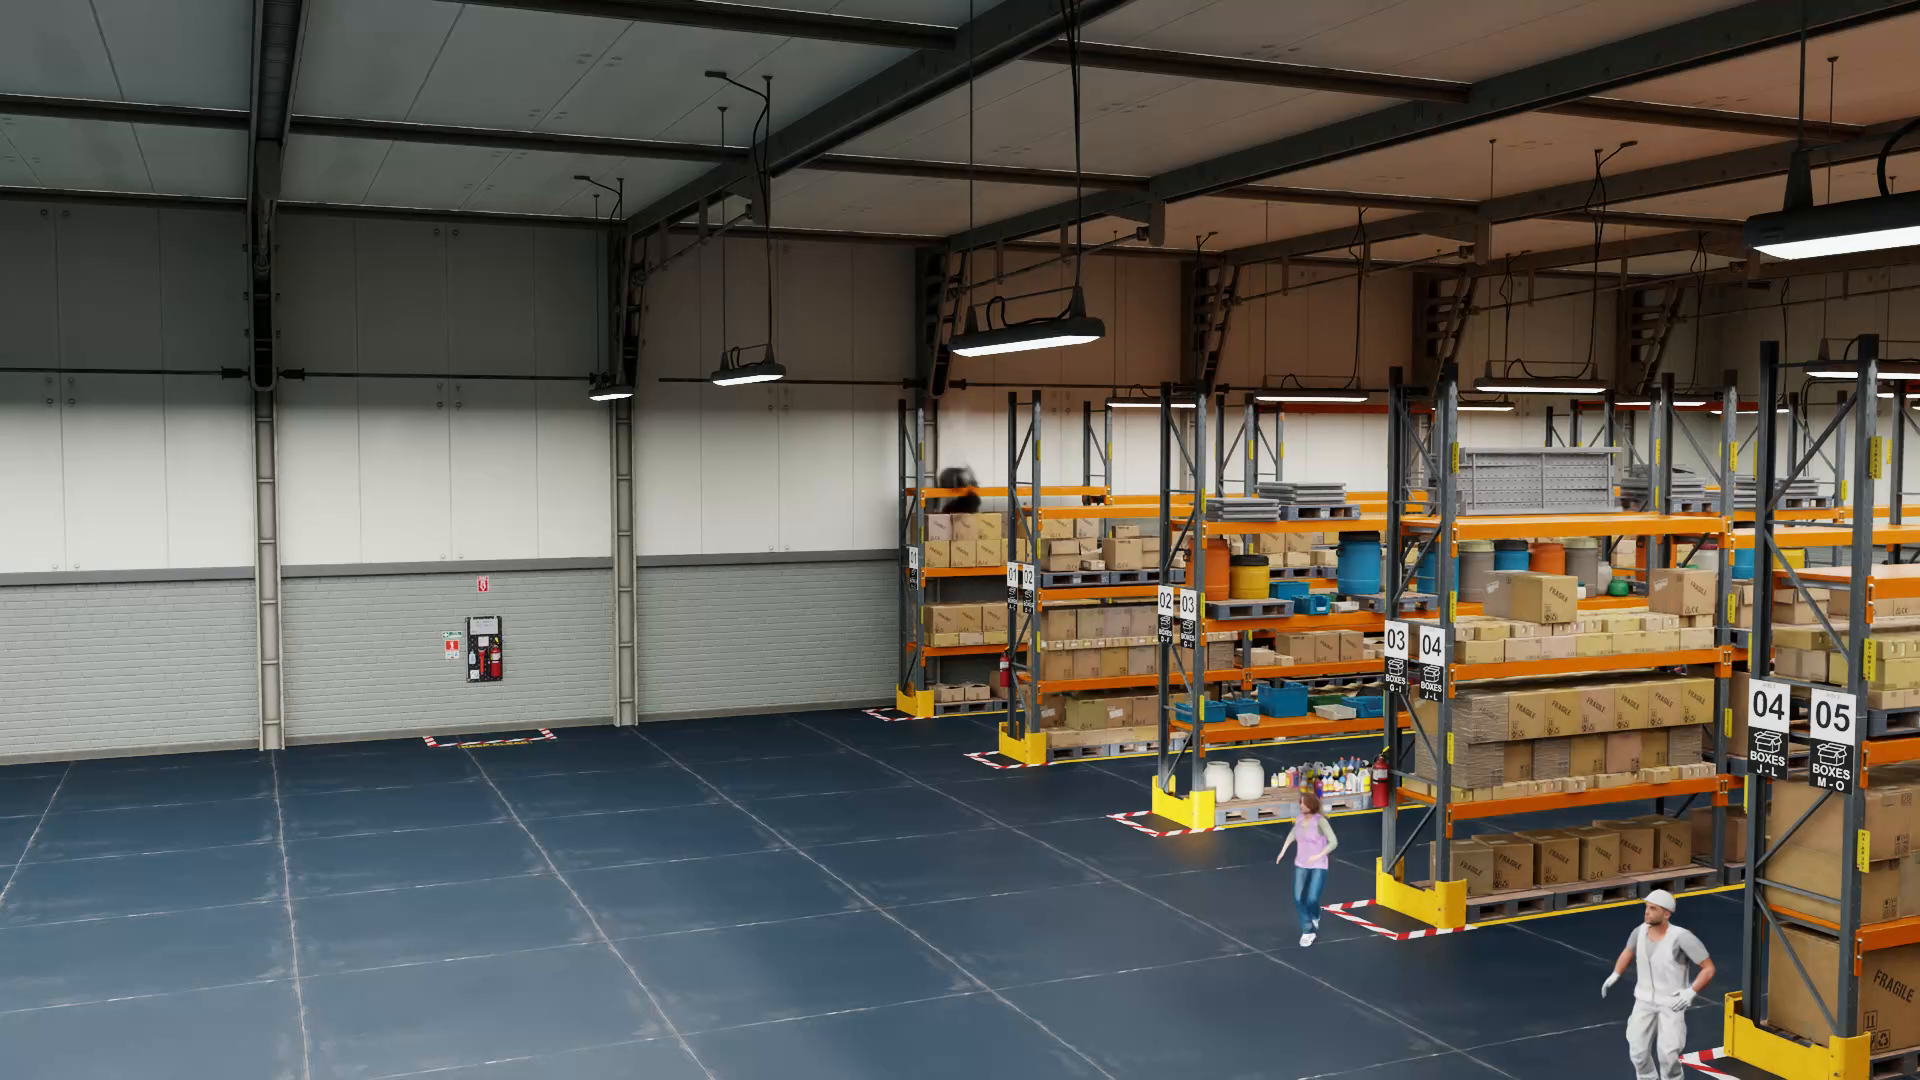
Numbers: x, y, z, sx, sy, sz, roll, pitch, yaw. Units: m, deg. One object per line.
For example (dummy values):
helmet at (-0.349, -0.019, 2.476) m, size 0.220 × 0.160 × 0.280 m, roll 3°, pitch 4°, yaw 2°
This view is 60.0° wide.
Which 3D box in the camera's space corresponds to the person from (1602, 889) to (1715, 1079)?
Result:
person at (5.301, 3.558, 12.716) m, size 0.554 × 1.760 × 0.820 m, roll -3°, pitch 5°, yaw -43°

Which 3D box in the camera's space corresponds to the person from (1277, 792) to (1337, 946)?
person at (3.588, 3.394, 17.244) m, size 0.681 × 1.566 × 0.458 m, roll 2°, pitch 4°, yaw 36°

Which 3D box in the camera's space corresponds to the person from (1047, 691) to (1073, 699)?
person at (1.767, 2.273, 29.621) m, size 0.796 × 1.780 × 0.689 m, roll -2°, pitch 4°, yaw -31°
